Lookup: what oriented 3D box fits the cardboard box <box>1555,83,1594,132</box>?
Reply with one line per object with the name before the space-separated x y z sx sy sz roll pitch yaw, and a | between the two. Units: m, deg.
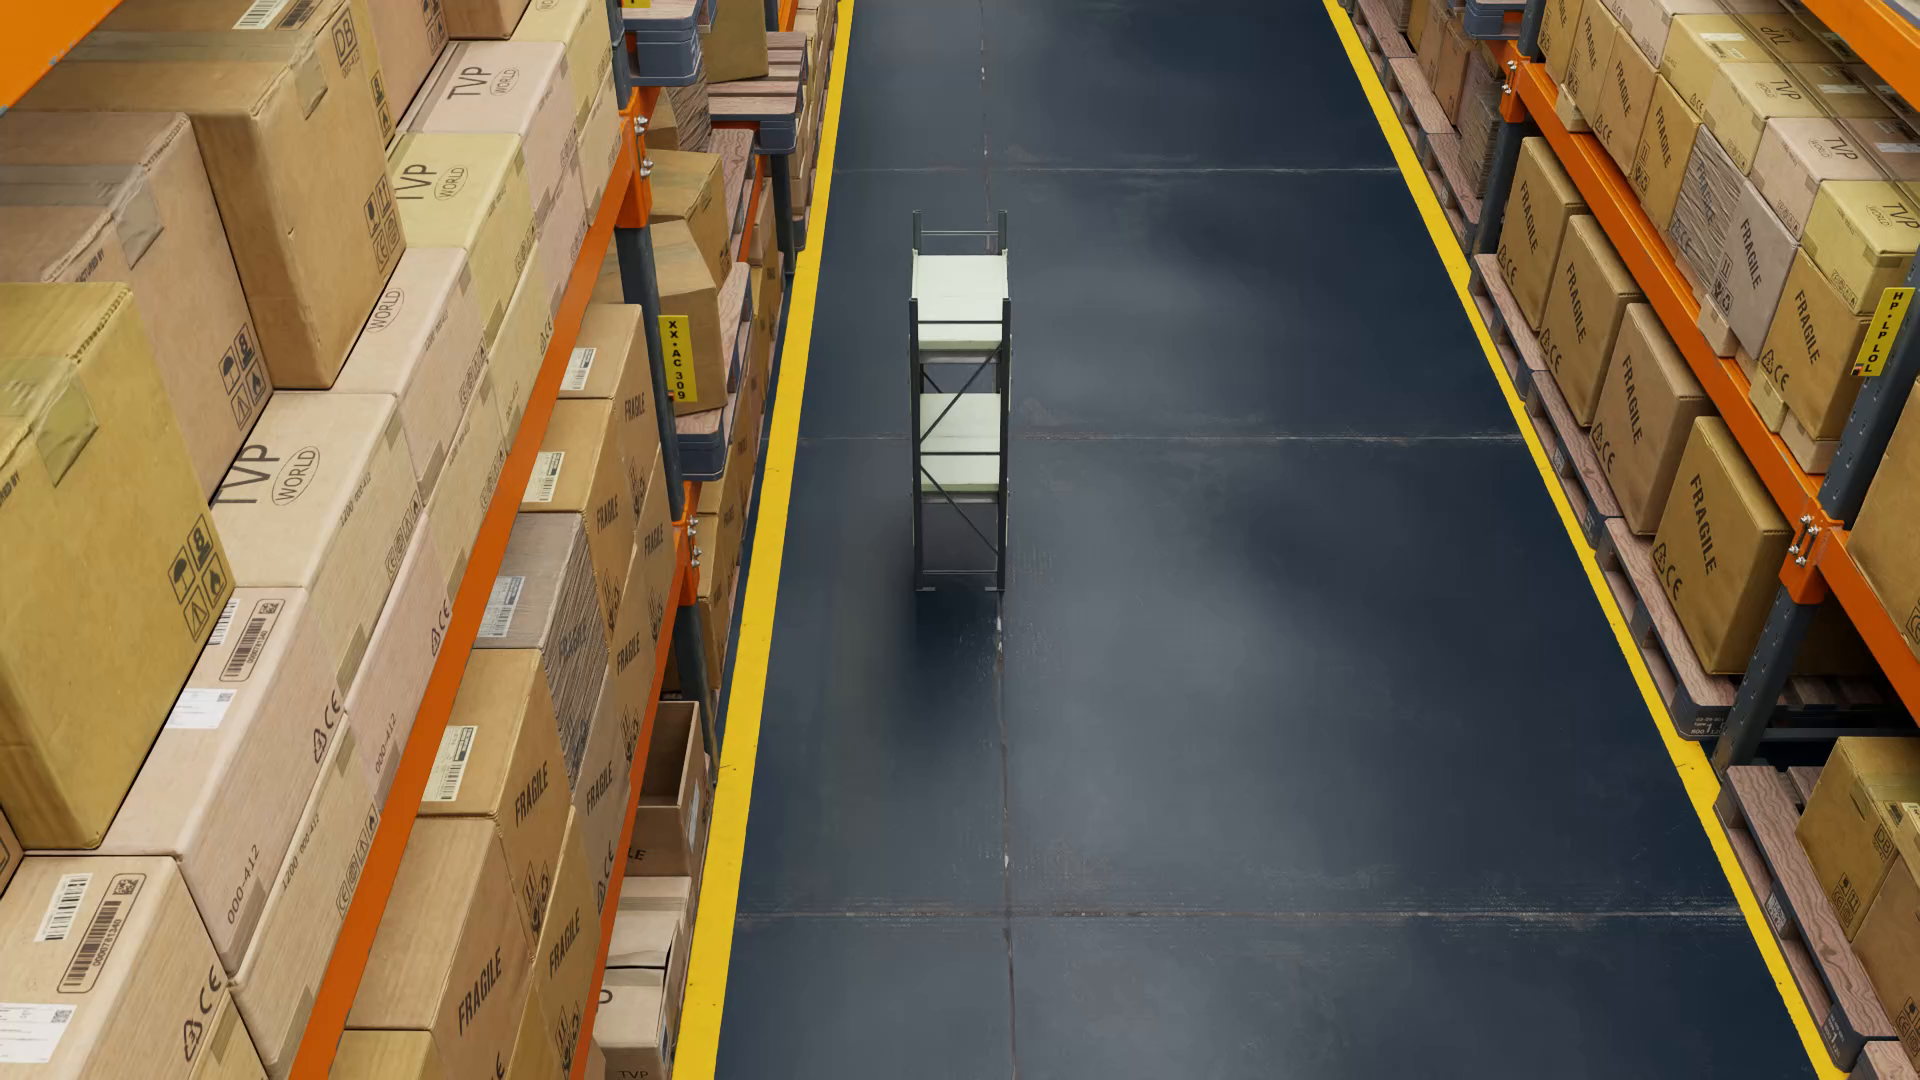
cardboard box | 3.166 -2.129 8.194 0.380 0.149 0.250 1 39 1

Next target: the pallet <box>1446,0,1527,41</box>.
pallet | 3.383 -3.120 9.398 1.213 0.211 1.003 0 39 0

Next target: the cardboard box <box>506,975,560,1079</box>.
cardboard box | -1.195 1.306 3.642 0.500 0.500 0.500 0 39 0

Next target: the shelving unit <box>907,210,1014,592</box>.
shelving unit | 0.000 -0.589 7.286 0.431 1.500 0.755 0 39 0

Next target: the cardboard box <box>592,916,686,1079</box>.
cardboard box | -1.174 1.460 5.327 0.500 0.311 0.500 0 39 0

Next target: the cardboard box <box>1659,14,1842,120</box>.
cardboard box | 3.245 -1.953 6.855 0.500 0.250 0.500 -1 39 -1

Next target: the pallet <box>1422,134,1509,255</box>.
pallet | 3.491 -2.150 10.264 1.003 0.211 1.213 0 39 0

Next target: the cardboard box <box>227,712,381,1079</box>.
cardboard box | -1.188 0.513 2.432 0.500 0.250 0.500 0 39 0

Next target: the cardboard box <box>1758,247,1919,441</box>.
cardboard box | 3.242 -0.700 5.891 0.500 0.500 0.500 -1 39 -1

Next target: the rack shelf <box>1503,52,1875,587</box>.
rack shelf | 3.492 -1.218 7.447 1.077 0.370 4.000 0 39 0

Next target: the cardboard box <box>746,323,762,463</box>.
cardboard box | -1.221 -0.703 7.876 0.500 0.500 0.500 -1 39 -2

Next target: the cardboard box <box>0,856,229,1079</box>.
cardboard box | -1.195 0.631 1.886 0.500 0.250 0.500 0 39 0

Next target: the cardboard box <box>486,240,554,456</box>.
cardboard box | -1.193 -0.425 3.603 0.500 0.250 0.500 0 39 0

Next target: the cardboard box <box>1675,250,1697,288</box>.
cardboard box | 3.254 -1.164 6.988 0.380 0.149 0.250 -1 39 -1

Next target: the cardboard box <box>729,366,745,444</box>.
cardboard box | -1.217 -0.659 7.221 0.500 0.250 0.500 0 39 0

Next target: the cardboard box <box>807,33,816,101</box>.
cardboard box | -1.178 -3.029 10.545 0.500 0.311 0.500 -1 39 -1

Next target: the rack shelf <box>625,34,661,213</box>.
rack shelf | -1.461 -2.383 6.501 1.077 0.370 4.000 0 39 0

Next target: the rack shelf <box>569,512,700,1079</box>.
rack shelf | -1.457 1.289 4.318 1.077 0.370 4.000 0 39 0

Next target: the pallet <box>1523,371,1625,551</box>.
pallet | 3.414 -0.407 8.090 1.003 0.211 1.213 0 39 0

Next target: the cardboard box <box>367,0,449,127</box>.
cardboard box | -1.562 -1.225 3.602 0.700 0.500 0.500 0 39 0

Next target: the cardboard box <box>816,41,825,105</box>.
cardboard box | -1.179 -3.122 11.111 0.500 0.250 0.500 1 39 1

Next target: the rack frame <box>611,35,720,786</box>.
rack frame | -1.459 -0.242 5.654 1.000 3.000 0.127 0 39 0

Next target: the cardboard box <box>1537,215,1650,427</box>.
cardboard box | 3.354 -1.067 8.066 0.750 0.750 0.750 0 39 0

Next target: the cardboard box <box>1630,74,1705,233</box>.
cardboard box | 3.234 -1.645 7.070 0.500 0.500 0.500 1 39 1

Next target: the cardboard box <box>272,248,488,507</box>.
cardboard box | -1.192 -0.307 3.056 0.500 0.250 0.500 0 39 0

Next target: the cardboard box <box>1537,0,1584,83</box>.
cardboard box | 3.235 -2.609 8.273 0.500 0.500 0.500 1 39 1

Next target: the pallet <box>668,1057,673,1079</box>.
pallet | -1.455 2.040 5.035 1.003 0.211 1.213 0 39 0

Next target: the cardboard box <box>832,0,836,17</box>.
cardboard box | -1.178 -4.077 12.302 0.500 0.250 0.500 0 39 0

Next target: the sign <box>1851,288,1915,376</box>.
sign | 2.952 -0.663 5.316 0.100 0.325 0.005 0 39 0

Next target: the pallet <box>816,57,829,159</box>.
pallet | -1.424 -2.931 11.239 1.003 0.211 1.213 0 39 0

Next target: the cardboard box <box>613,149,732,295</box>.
cardboard box | -1.300 -1.172 6.397 0.700 0.500 0.500 6 39 7

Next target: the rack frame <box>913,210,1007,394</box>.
rack frame | 0.000 -0.818 7.572 0.400 1.500 0.023 0 39 0

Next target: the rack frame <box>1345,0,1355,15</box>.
rack frame | 3.485 -5.251 11.904 1.000 3.000 0.127 0 39 0

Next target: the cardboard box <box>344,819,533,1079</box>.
cardboard box | -1.195 0.912 3.333 0.500 0.500 0.500 0 39 1

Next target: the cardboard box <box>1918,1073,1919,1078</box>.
cardboard box | 3.389 1.666 4.935 0.700 0.500 0.500 1 39 1

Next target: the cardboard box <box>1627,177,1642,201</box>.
cardboard box | 3.288 -1.649 7.594 0.380 0.149 0.250 1 39 1

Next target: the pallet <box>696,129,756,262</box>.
pallet | -1.457 -1.453 7.318 1.003 0.211 1.213 0 39 0

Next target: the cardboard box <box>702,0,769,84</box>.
cardboard box | -1.350 -2.553 8.121 0.700 0.500 0.500 -12 40 -15

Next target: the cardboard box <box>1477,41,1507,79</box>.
cardboard box | 3.499 -3.045 10.199 0.500 0.250 0.500 1 39 1

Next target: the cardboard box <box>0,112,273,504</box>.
cardboard box | -1.495 -0.287 2.432 0.700 0.500 0.500 0 39 0

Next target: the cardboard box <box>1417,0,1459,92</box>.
cardboard box | 3.514 -3.345 11.172 0.700 0.500 0.500 0 39 0

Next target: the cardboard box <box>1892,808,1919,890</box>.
cardboard box | 3.211 0.992 5.257 0.380 0.149 0.250 1 39 1

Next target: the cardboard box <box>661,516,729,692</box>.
cardboard box | -1.216 0.259 6.675 0.500 0.500 0.500 -2 39 -2

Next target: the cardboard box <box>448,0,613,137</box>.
cardboard box | -1.187 -1.245 4.227 0.500 0.250 0.500 0 39 0

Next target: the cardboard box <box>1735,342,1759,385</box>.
cardboard box | 3.232 -0.689 6.396 0.380 0.149 0.250 1 39 1

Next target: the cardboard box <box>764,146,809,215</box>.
cardboard box | -1.171 -2.162 9.913 0.500 0.250 0.500 0 39 0

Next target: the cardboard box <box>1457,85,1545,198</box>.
cardboard box | 3.437 -2.396 9.988 0.700 0.500 0.500 0 39 1

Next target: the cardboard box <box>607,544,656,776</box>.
cardboard box | -1.200 0.353 4.830 0.500 0.500 0.500 1 39 1

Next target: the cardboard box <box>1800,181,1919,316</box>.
cardboard box | 3.238 -0.996 5.660 0.500 0.250 0.500 1 39 1

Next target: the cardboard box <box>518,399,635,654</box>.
cardboard box | -1.196 -0.035 4.516 0.500 0.500 0.500 -1 39 -1

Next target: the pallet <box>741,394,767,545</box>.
pallet | -1.502 -0.428 8.115 1.003 0.211 1.213 0 39 0

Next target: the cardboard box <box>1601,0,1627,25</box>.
cardboard box | 3.234 -2.585 7.643 0.500 0.250 0.500 -1 39 -1
